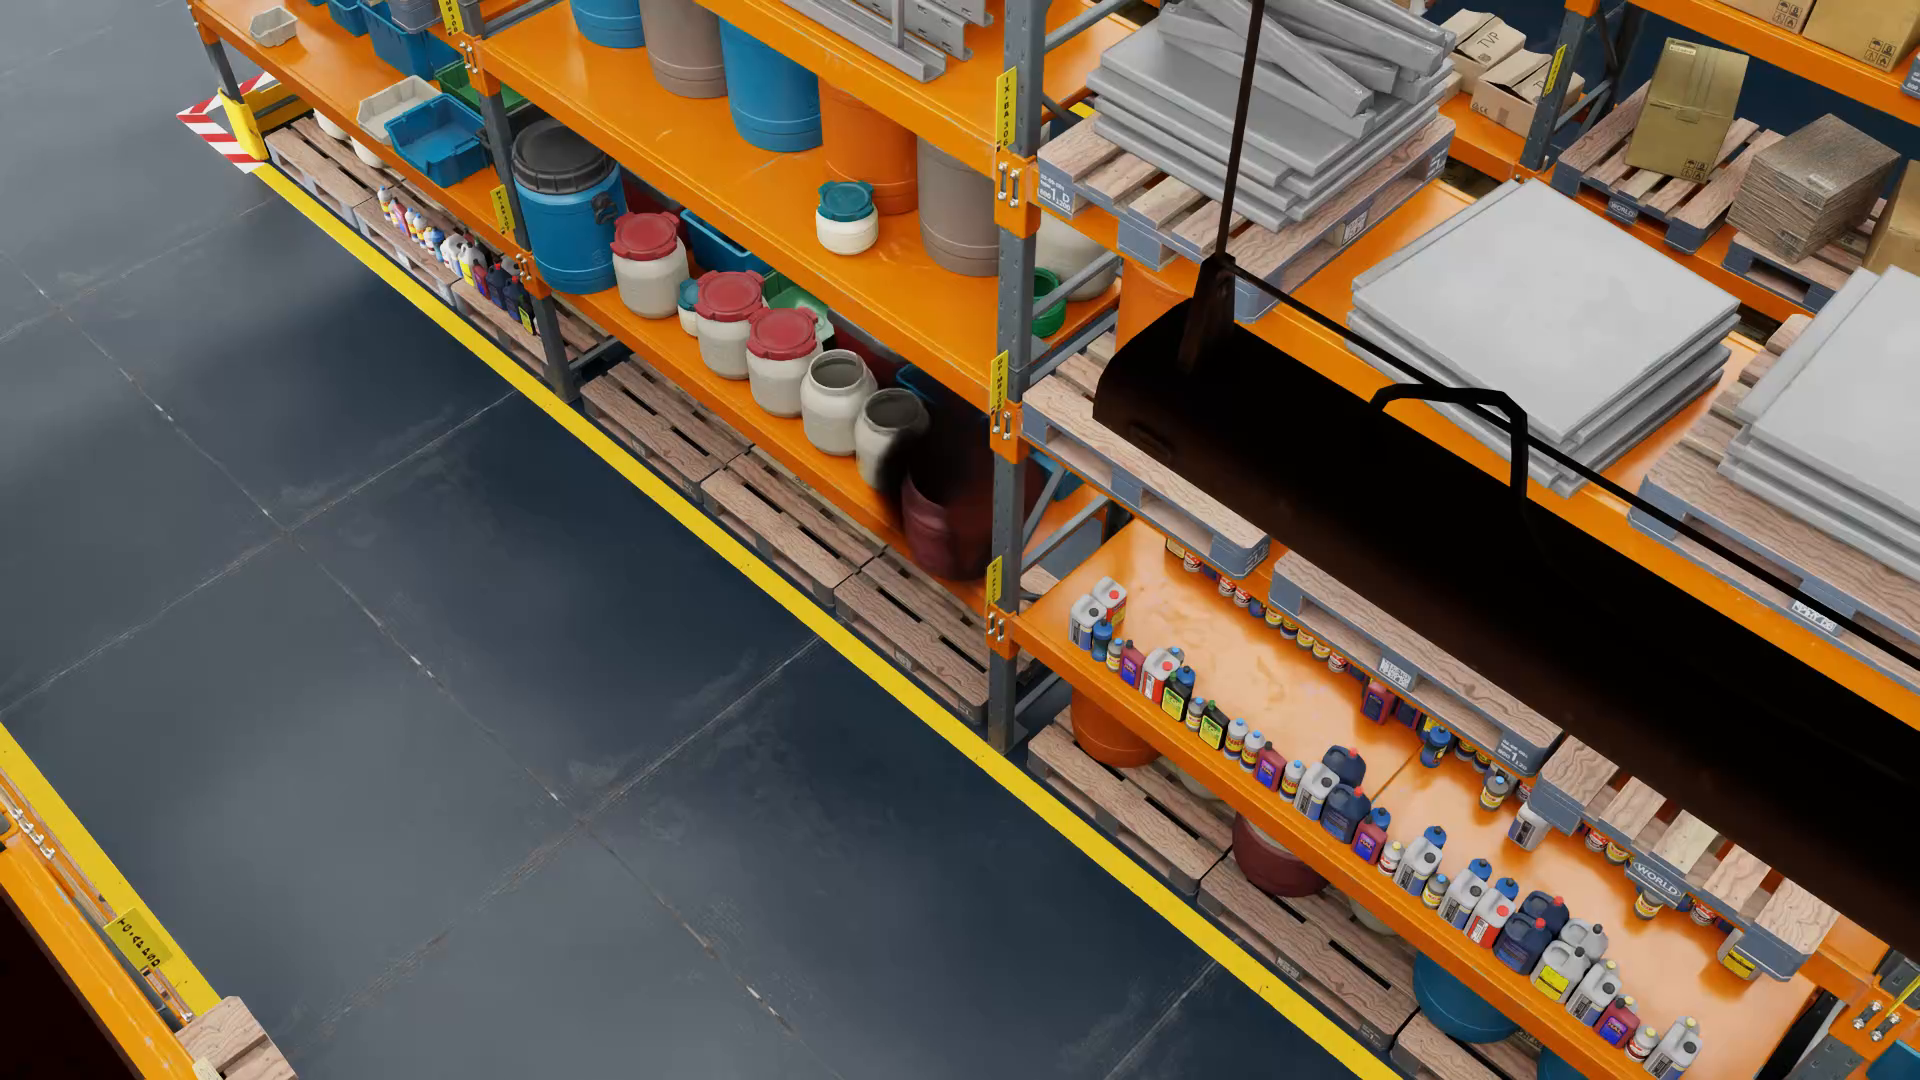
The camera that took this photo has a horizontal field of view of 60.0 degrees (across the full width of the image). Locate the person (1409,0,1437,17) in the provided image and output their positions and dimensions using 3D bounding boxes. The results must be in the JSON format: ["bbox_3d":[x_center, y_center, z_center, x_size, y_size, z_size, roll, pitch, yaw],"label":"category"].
[{"bbox_3d":[3.439,-4.398,12.924,0.482,1.785,0.641,-12,51,-10],"label":"person"}]
